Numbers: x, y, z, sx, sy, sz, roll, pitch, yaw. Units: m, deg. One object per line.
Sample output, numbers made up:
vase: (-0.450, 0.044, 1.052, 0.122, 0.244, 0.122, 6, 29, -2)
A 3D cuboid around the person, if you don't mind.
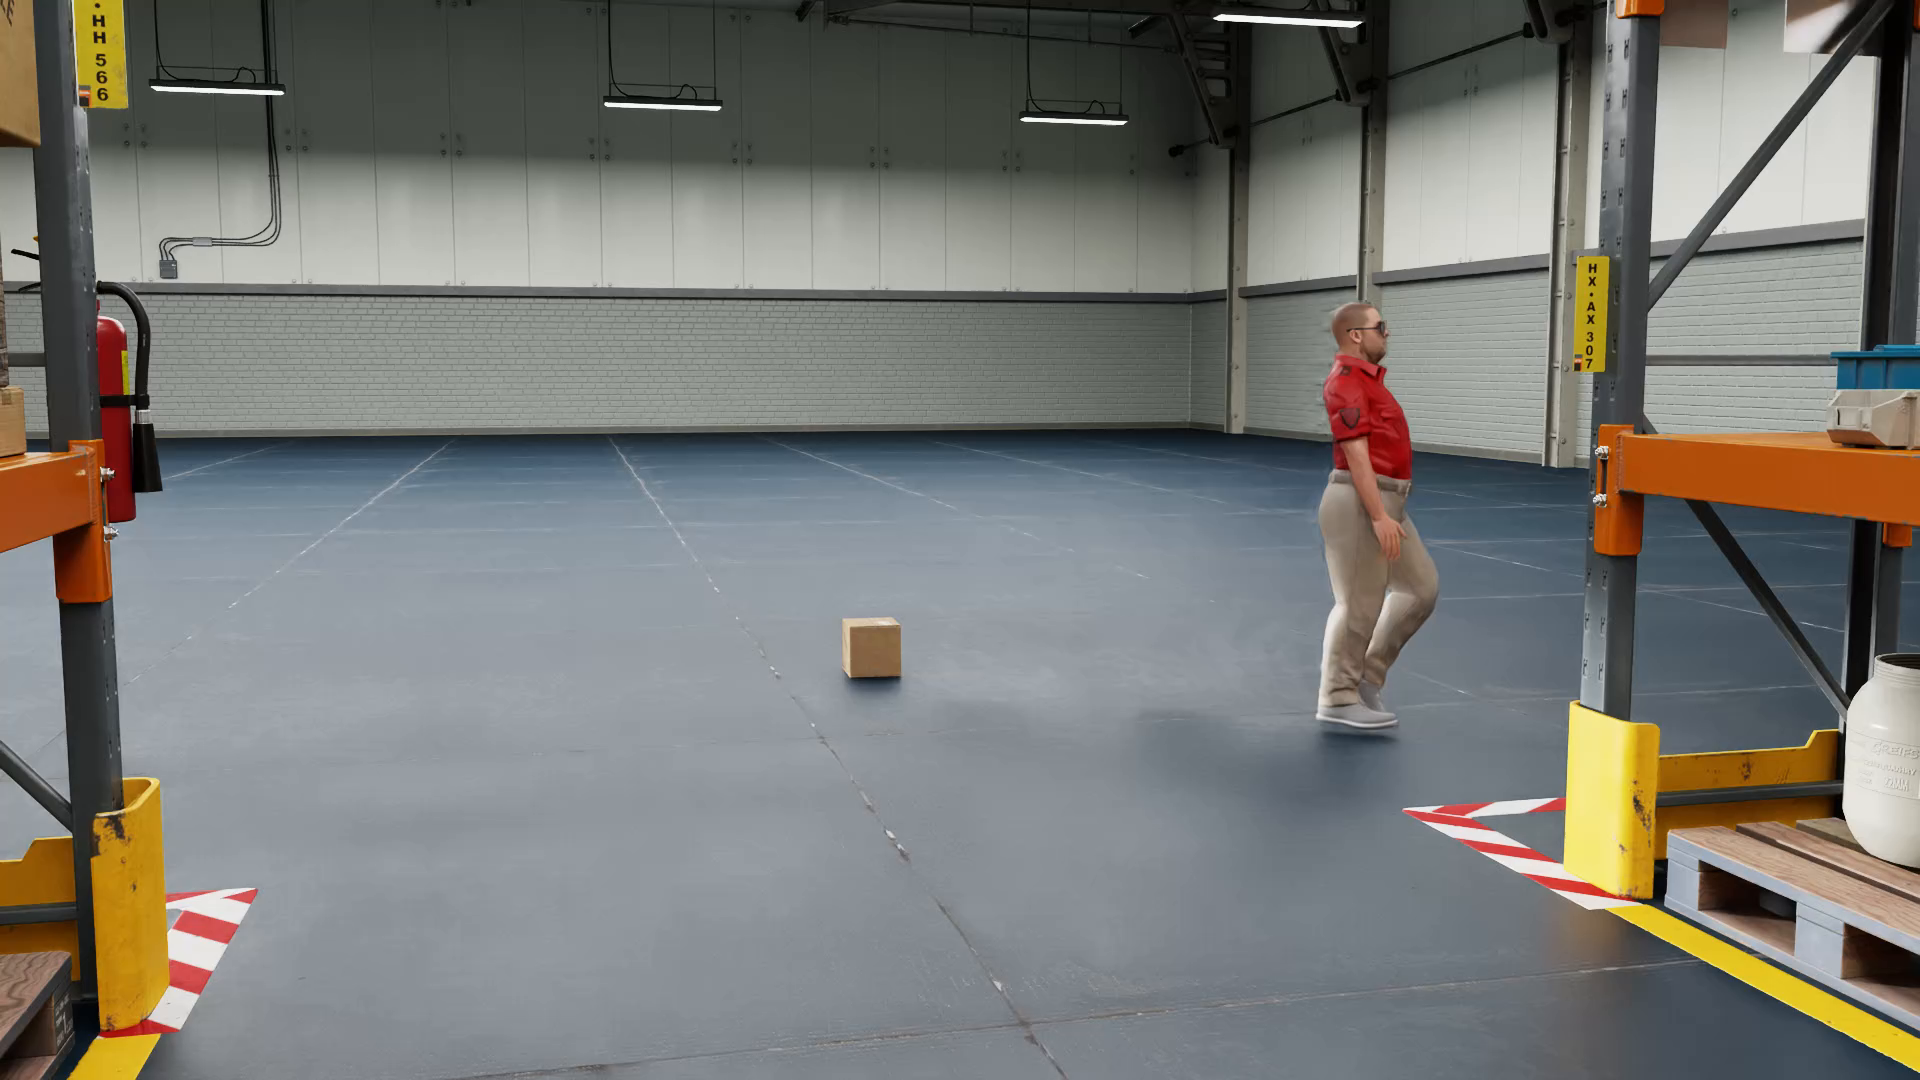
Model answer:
person: (1.685, -0.069, 6.714, 0.463, 1.769, 0.538, 3, 7, 24)
